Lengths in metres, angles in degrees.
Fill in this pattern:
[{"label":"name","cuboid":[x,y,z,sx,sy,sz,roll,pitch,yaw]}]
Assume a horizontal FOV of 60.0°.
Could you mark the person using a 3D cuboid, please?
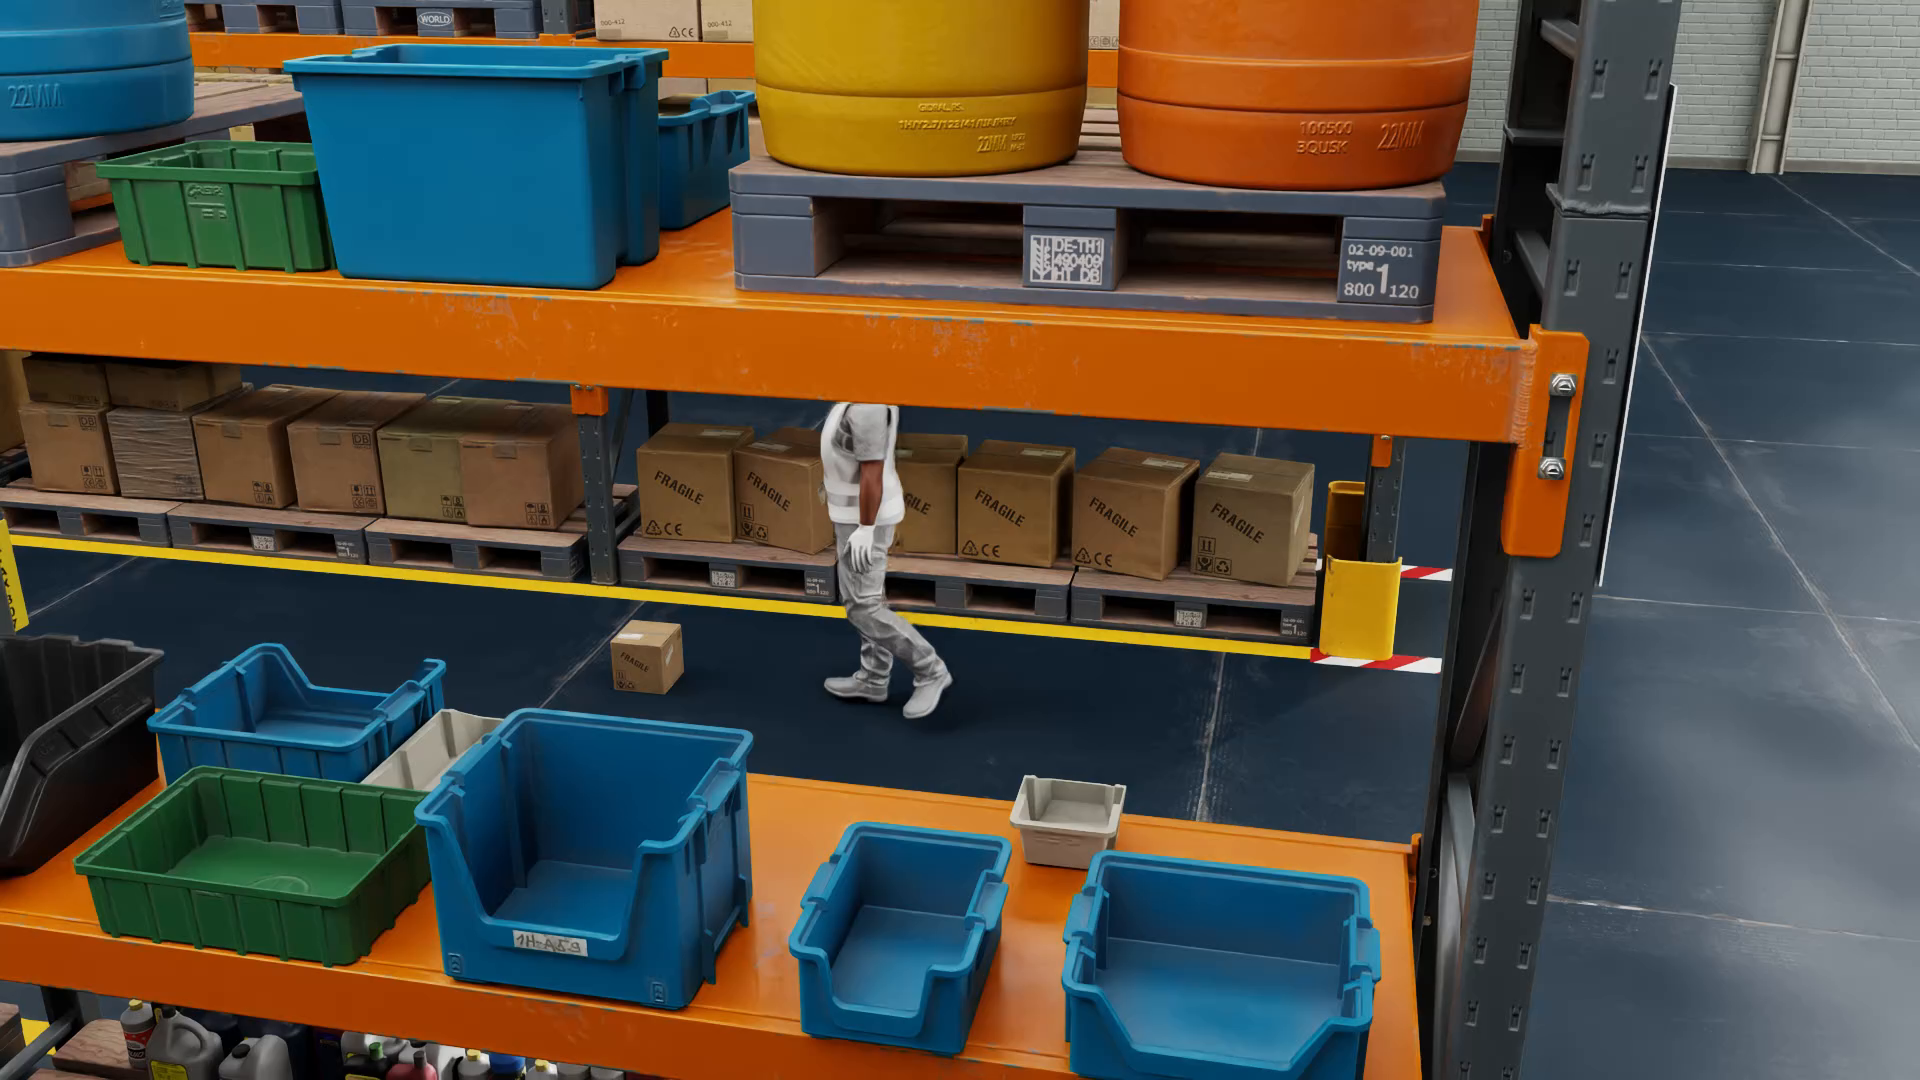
[{"label":"person","cuboid":[-0.330,-0.094,7.256,0.593,1.780,0.626,0,21,0]}]
